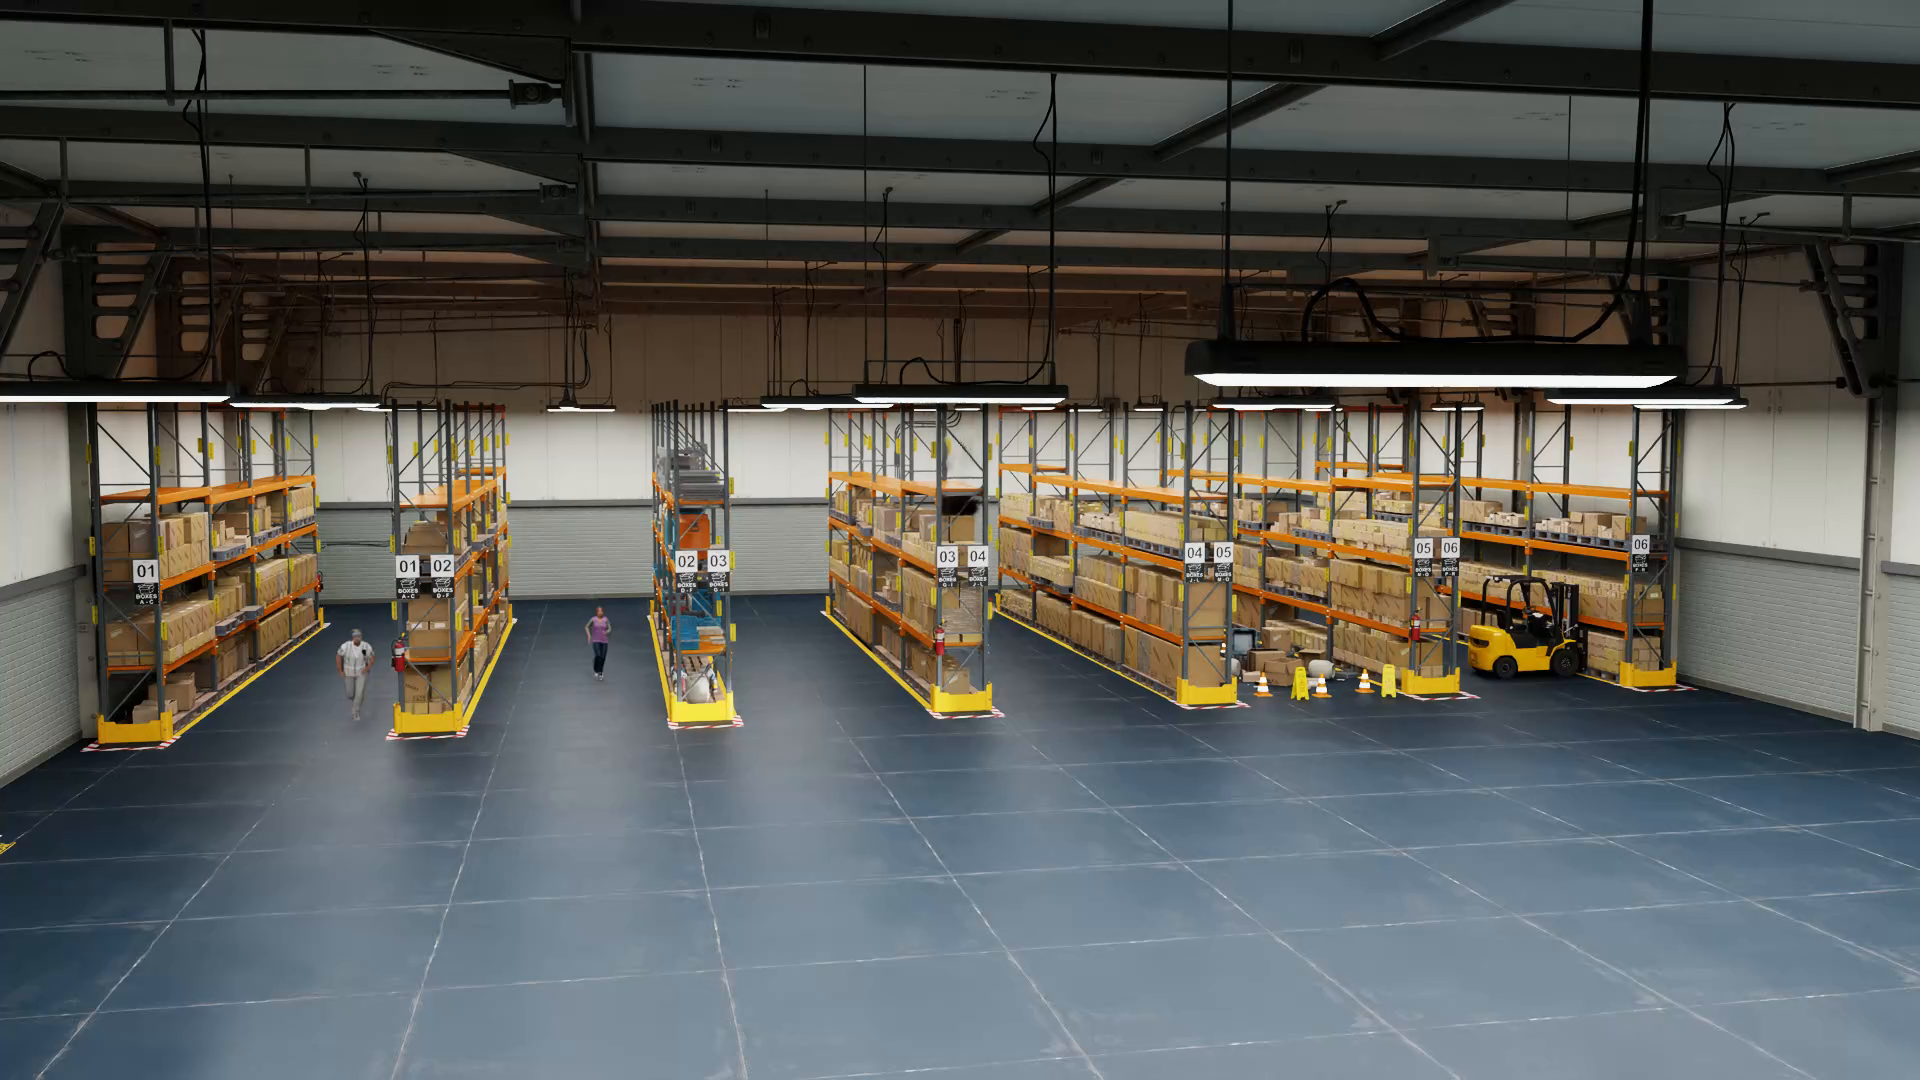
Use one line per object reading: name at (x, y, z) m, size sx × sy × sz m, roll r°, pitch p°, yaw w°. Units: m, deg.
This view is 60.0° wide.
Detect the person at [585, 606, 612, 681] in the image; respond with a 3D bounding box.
person at (-7.762, 2.223, 35.810) m, size 0.506 × 1.592 × 0.662 m, roll -2°, pitch 5°, yaw -25°

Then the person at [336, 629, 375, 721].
person at (-11.396, 2.519, 31.392) m, size 0.692 × 1.749 × 0.725 m, roll -1°, pitch 4°, yaw -17°

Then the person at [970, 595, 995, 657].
person at (0.540, 1.919, 39.360) m, size 0.649 × 1.697 × 0.629 m, roll -1°, pitch 4°, yaw -16°
